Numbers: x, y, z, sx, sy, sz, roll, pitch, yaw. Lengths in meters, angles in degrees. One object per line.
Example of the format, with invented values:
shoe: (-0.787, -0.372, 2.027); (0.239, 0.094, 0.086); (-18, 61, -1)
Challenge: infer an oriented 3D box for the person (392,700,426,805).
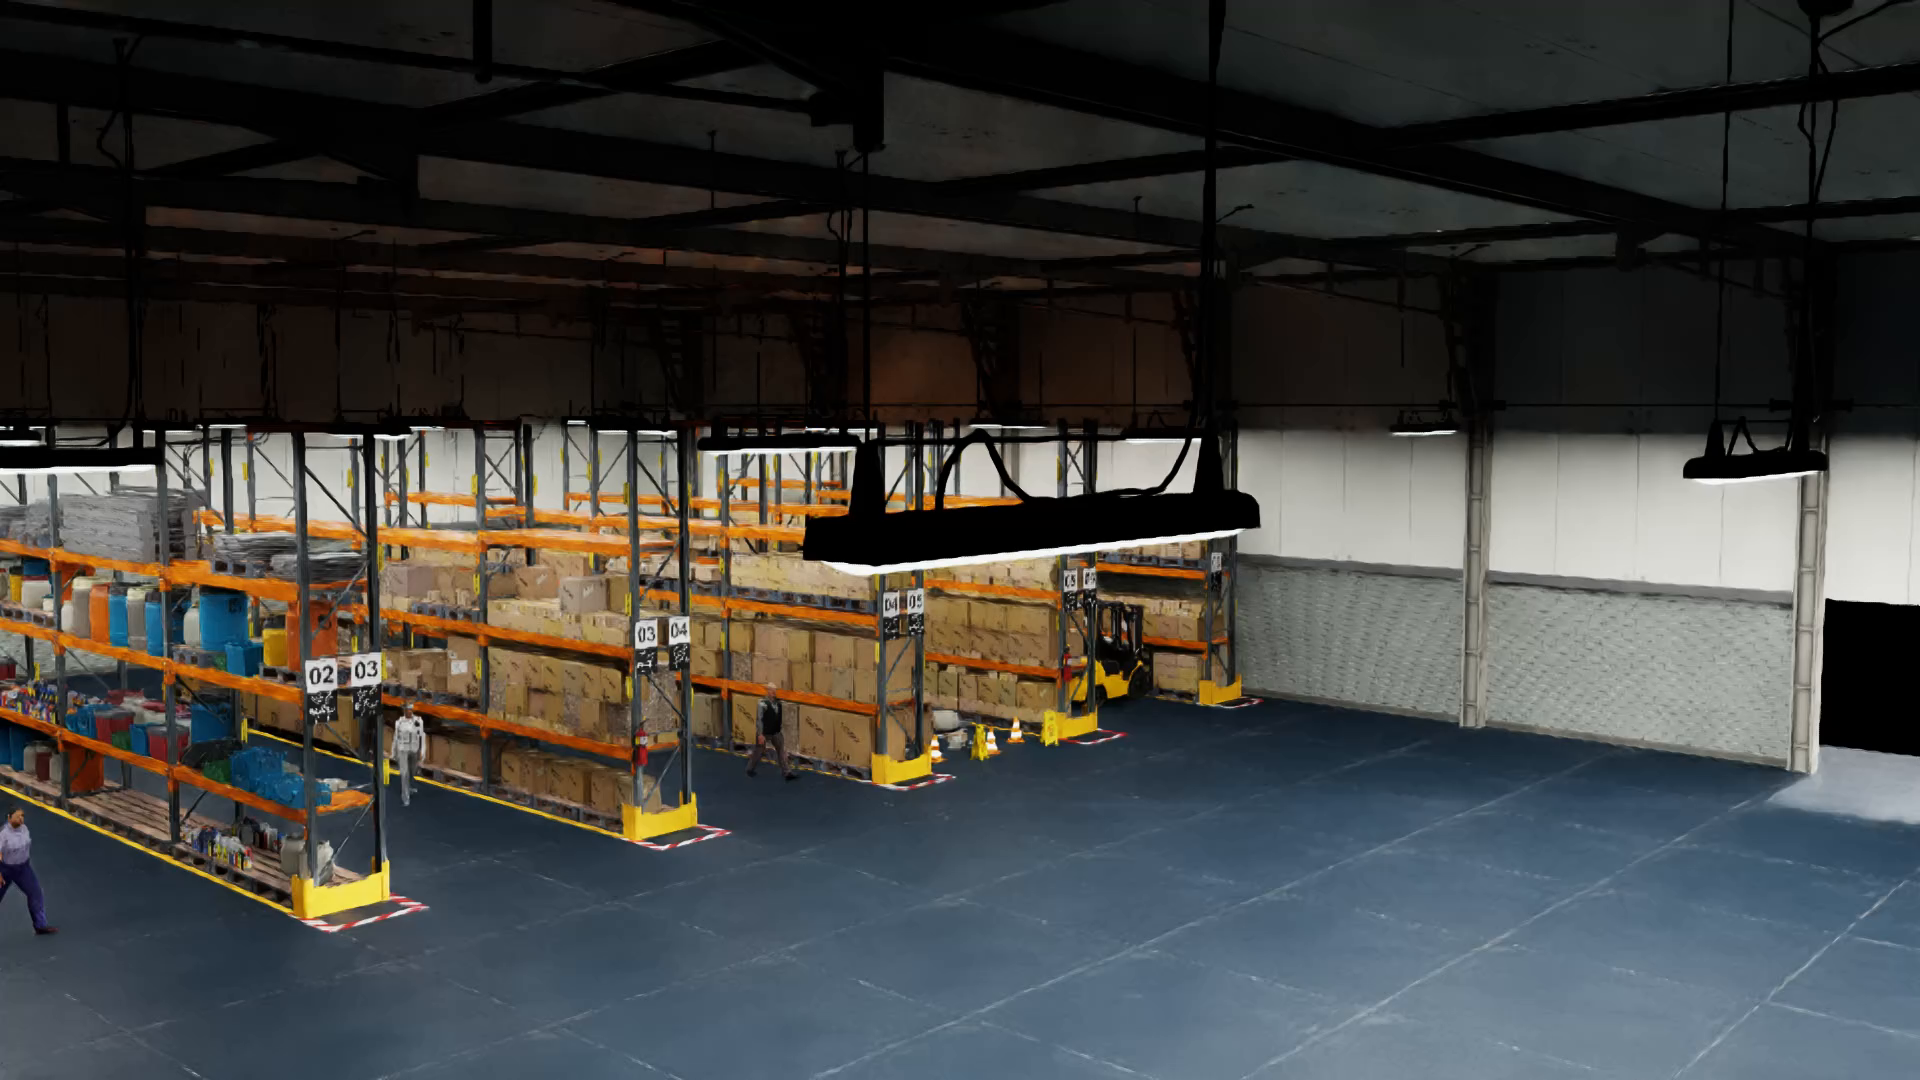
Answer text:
person: (-8.786, 3.344, 26.534); (0.507, 1.623, 0.908); (-3, 5, -31)

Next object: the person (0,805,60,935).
person: (-11.249, 3.933, 19.736); (0.932, 1.581, 0.518); (2, 5, 19)

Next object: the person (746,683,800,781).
person: (-3.201, 3.213, 27.964); (1.115, 1.648, 0.543); (5, 6, 44)

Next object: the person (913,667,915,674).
person: (-1.076, 2.408, 37.007); (0.581, 1.775, 0.444); (1, 5, 10)
